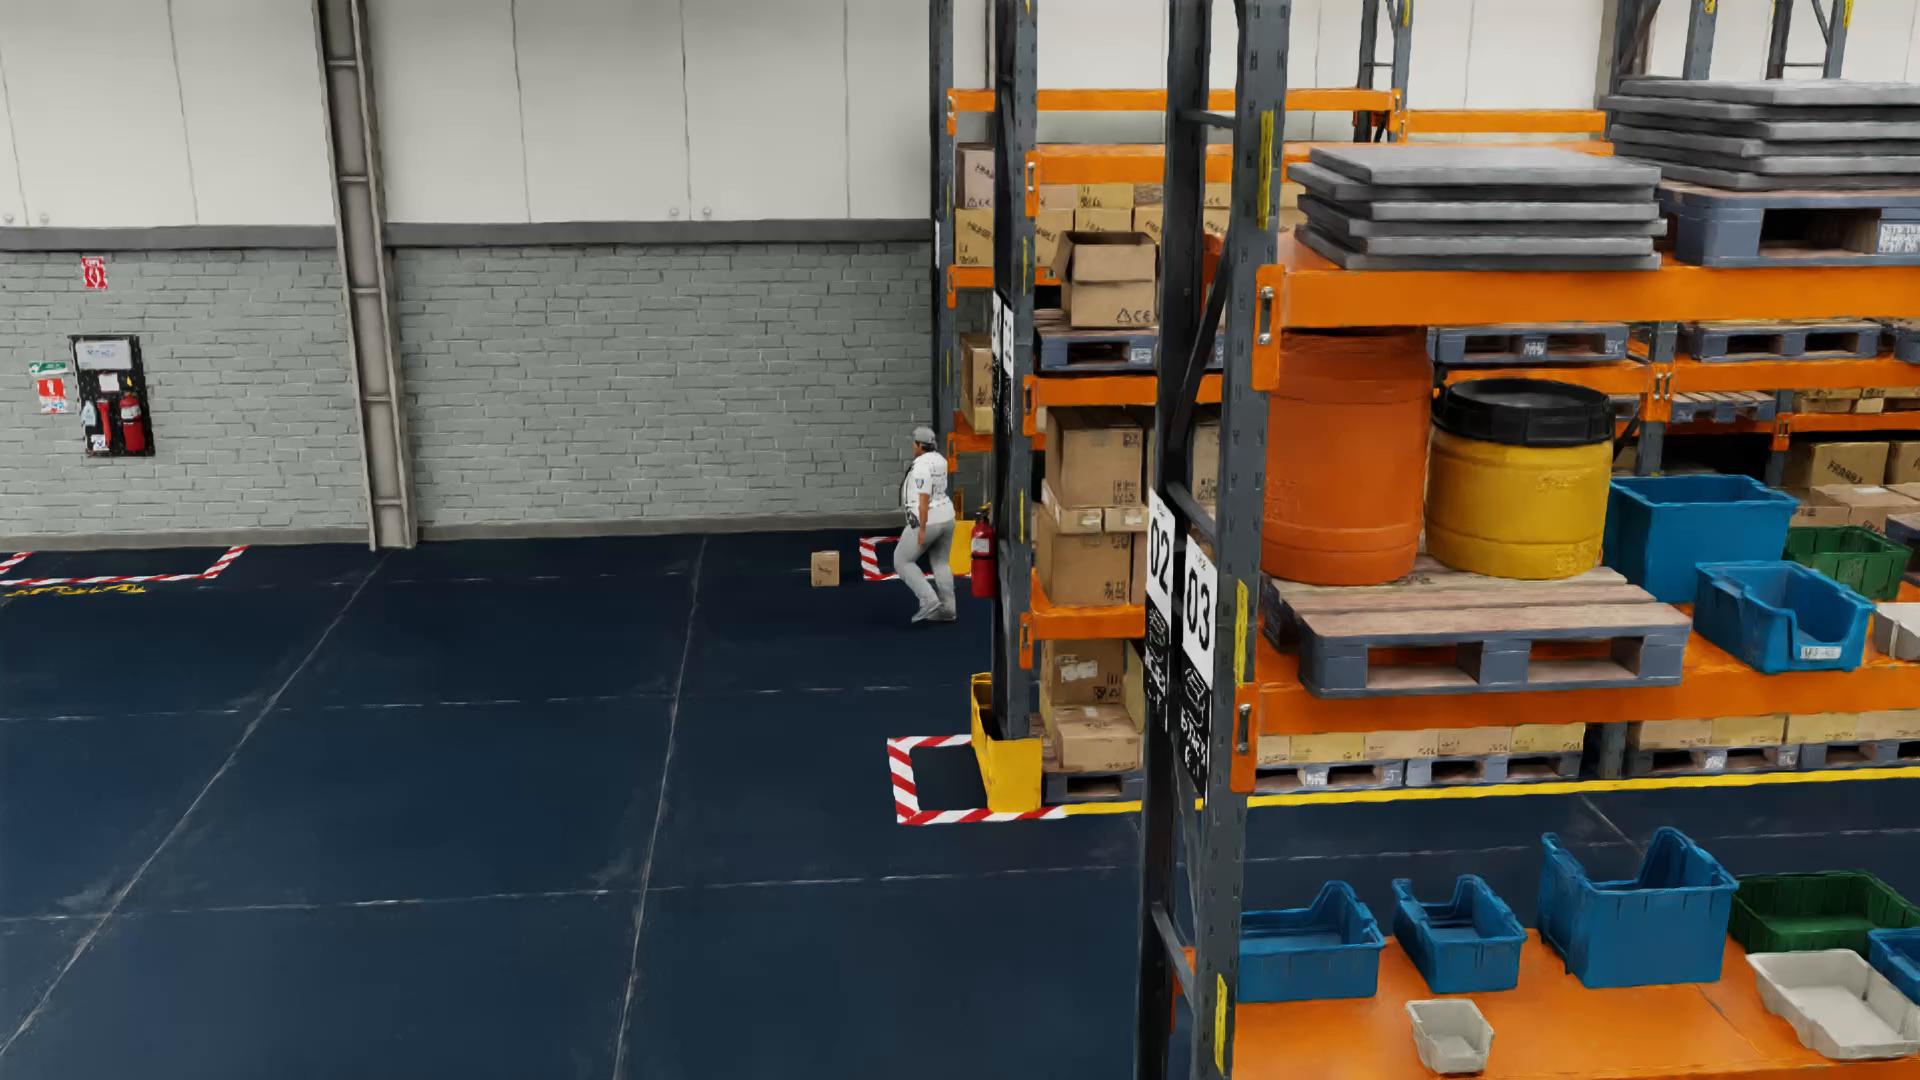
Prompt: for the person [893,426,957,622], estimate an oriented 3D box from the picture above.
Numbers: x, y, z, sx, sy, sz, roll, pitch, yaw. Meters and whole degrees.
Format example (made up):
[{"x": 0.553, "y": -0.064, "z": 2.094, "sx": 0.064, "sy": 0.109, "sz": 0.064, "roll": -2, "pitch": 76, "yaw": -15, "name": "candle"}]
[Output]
[{"x": -0.265, "y": -0.129, "z": 13.914, "sx": 0.492, "sy": 1.654, "sz": 0.524, "roll": 10, "pitch": 20, "yaw": 30, "name": "person"}]
